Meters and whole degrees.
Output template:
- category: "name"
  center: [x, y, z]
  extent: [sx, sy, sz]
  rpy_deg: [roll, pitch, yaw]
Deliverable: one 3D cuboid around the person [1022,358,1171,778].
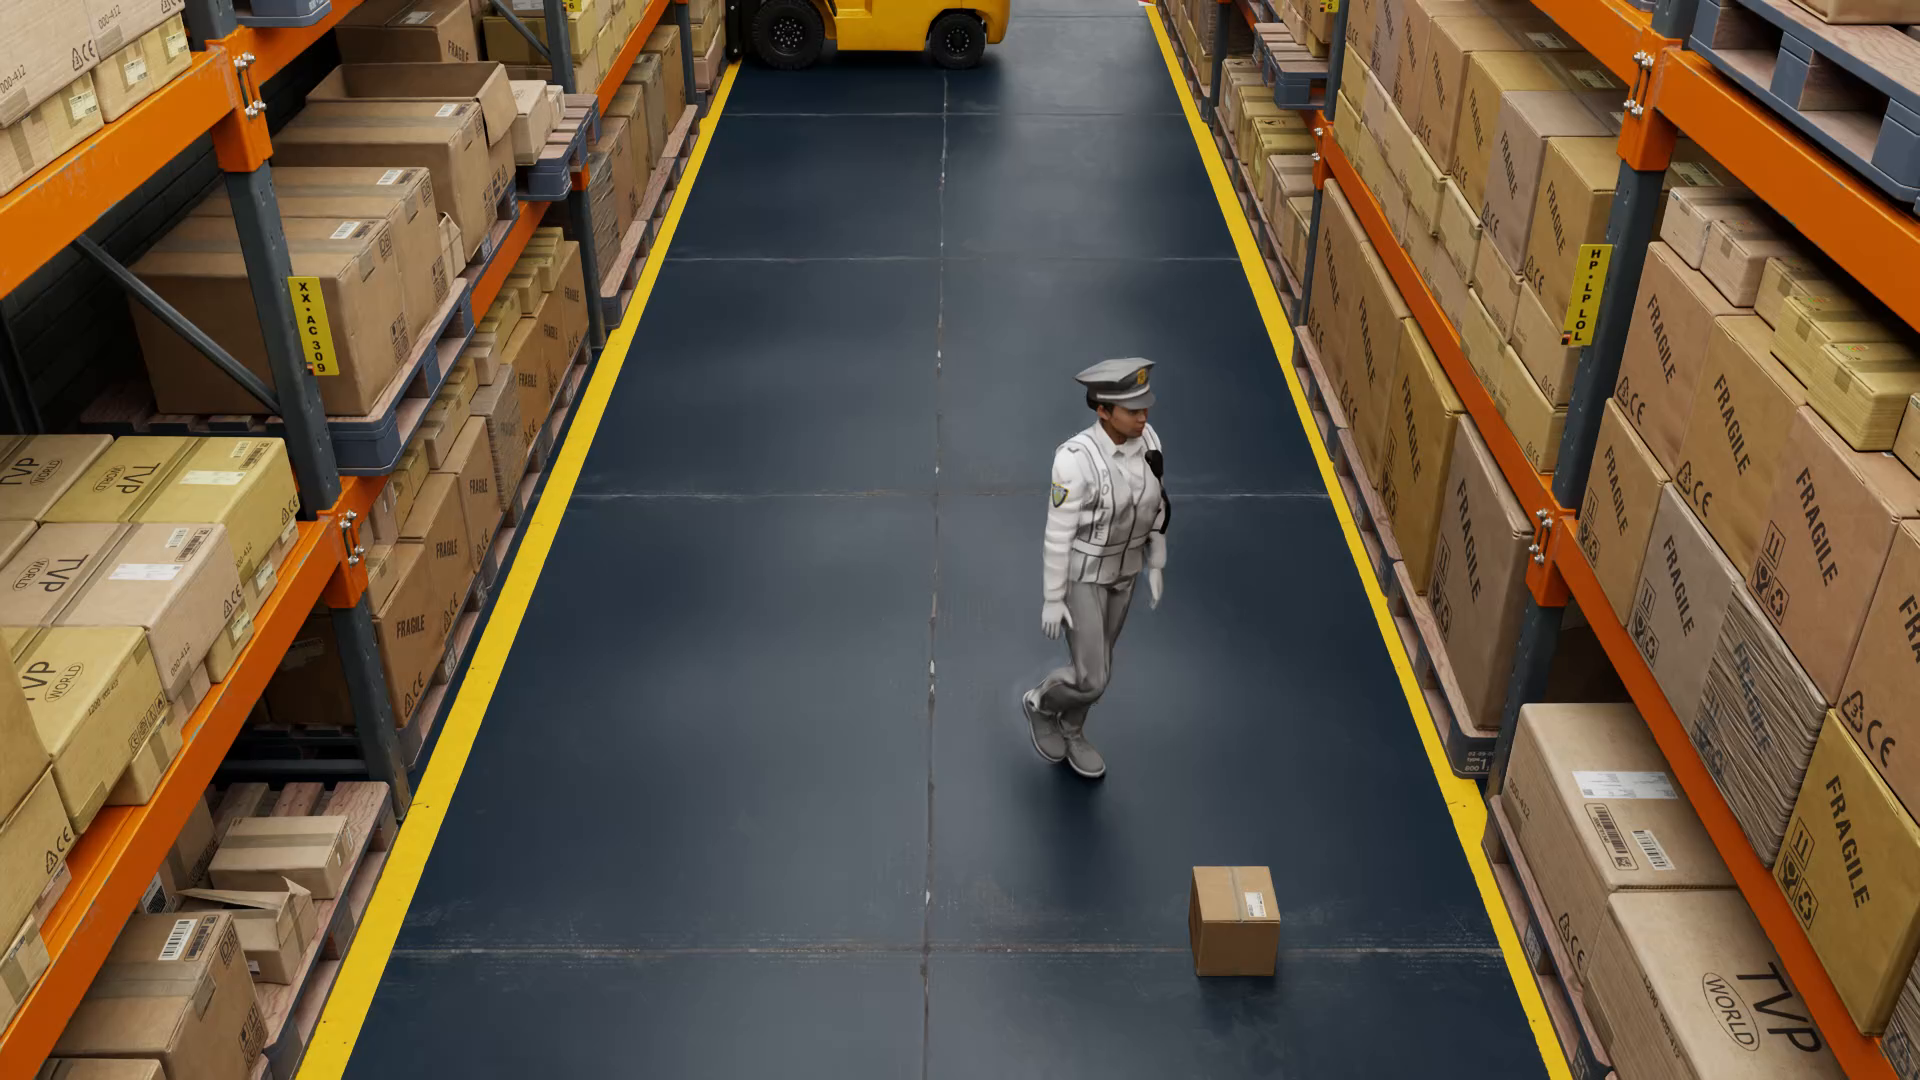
- category: "person"
  center: [0.483, 0.114, 5.894]
  extent: [0.551, 1.676, 0.442]
  rpy_deg: [-22, 38, -31]
